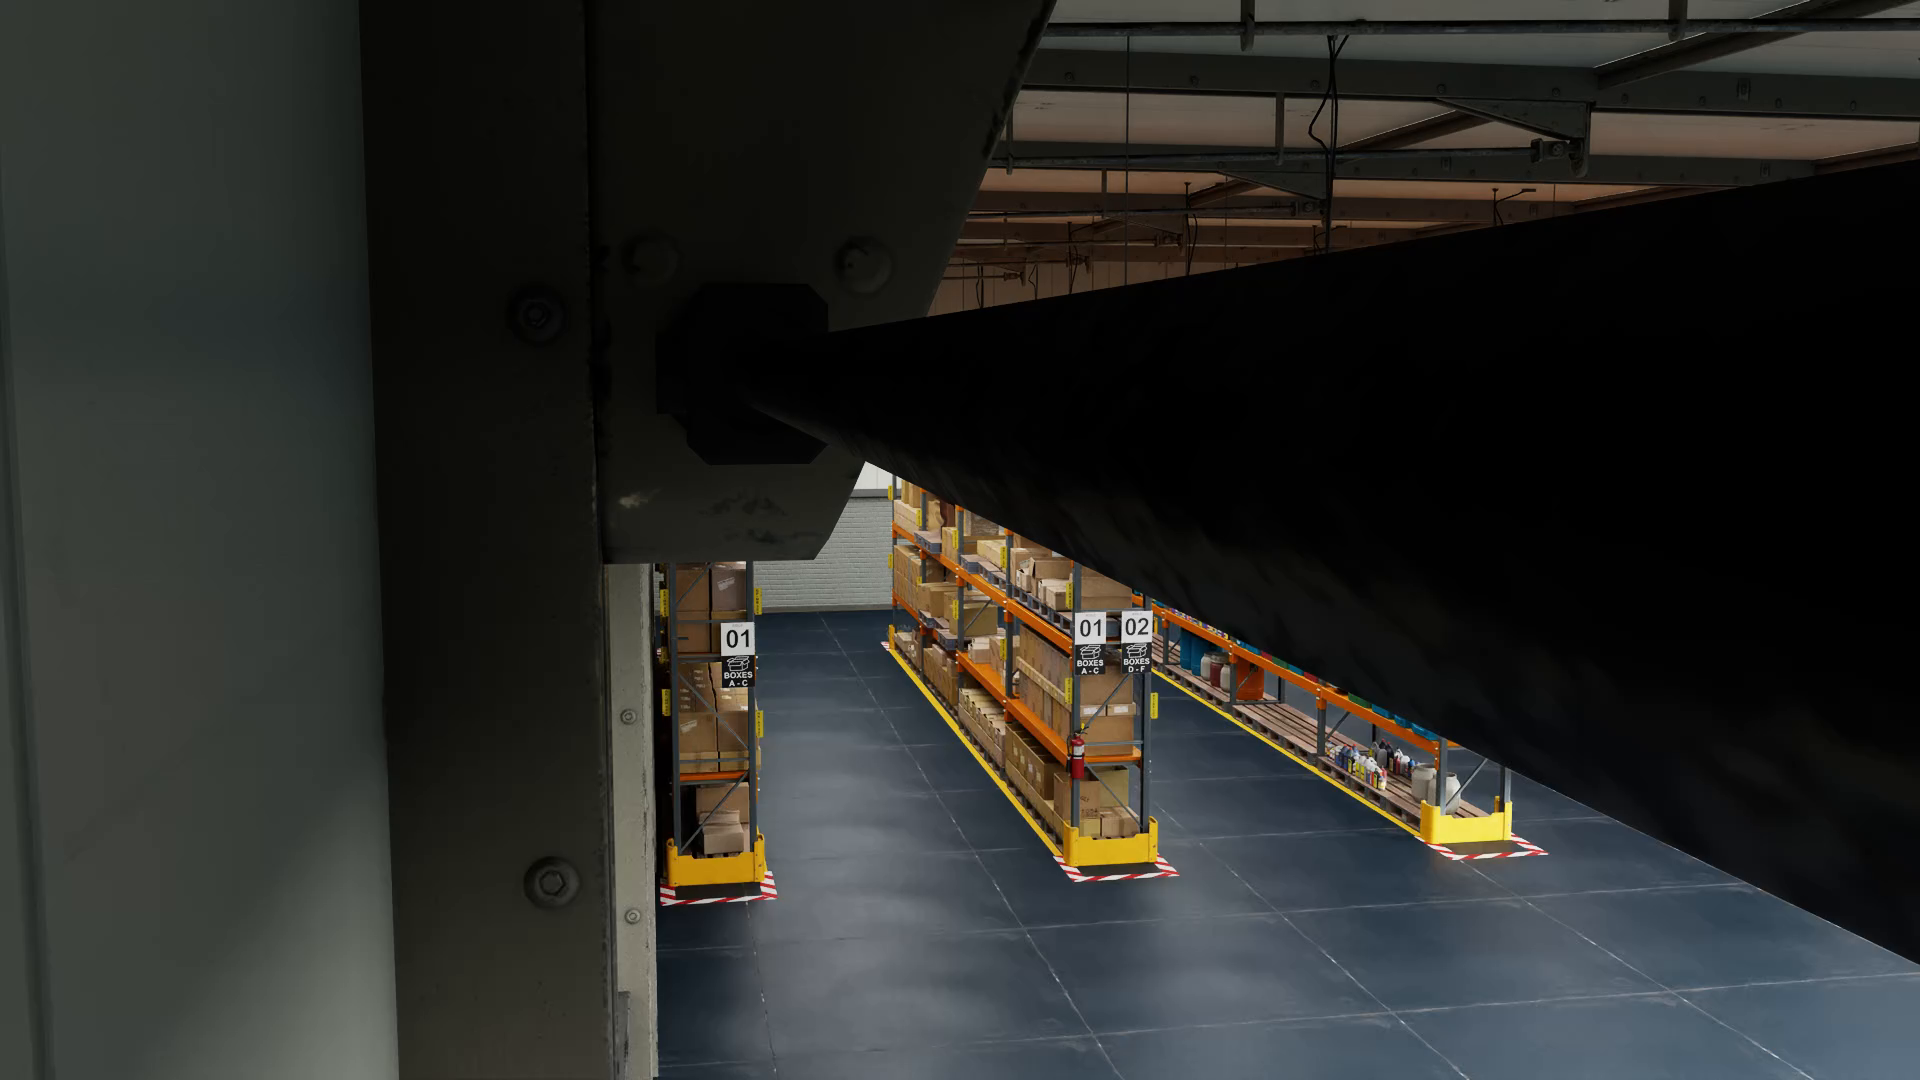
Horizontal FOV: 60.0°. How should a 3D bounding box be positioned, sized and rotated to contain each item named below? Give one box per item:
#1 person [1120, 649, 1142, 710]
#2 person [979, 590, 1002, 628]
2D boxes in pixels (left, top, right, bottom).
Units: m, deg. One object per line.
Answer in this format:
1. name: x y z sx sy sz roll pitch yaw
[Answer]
1. person: 3.130 2.310 29.613 0.607 1.610 0.941 -2 6 -15
2. person: 0.688 1.540 37.002 0.677 1.596 0.588 4 8 36
